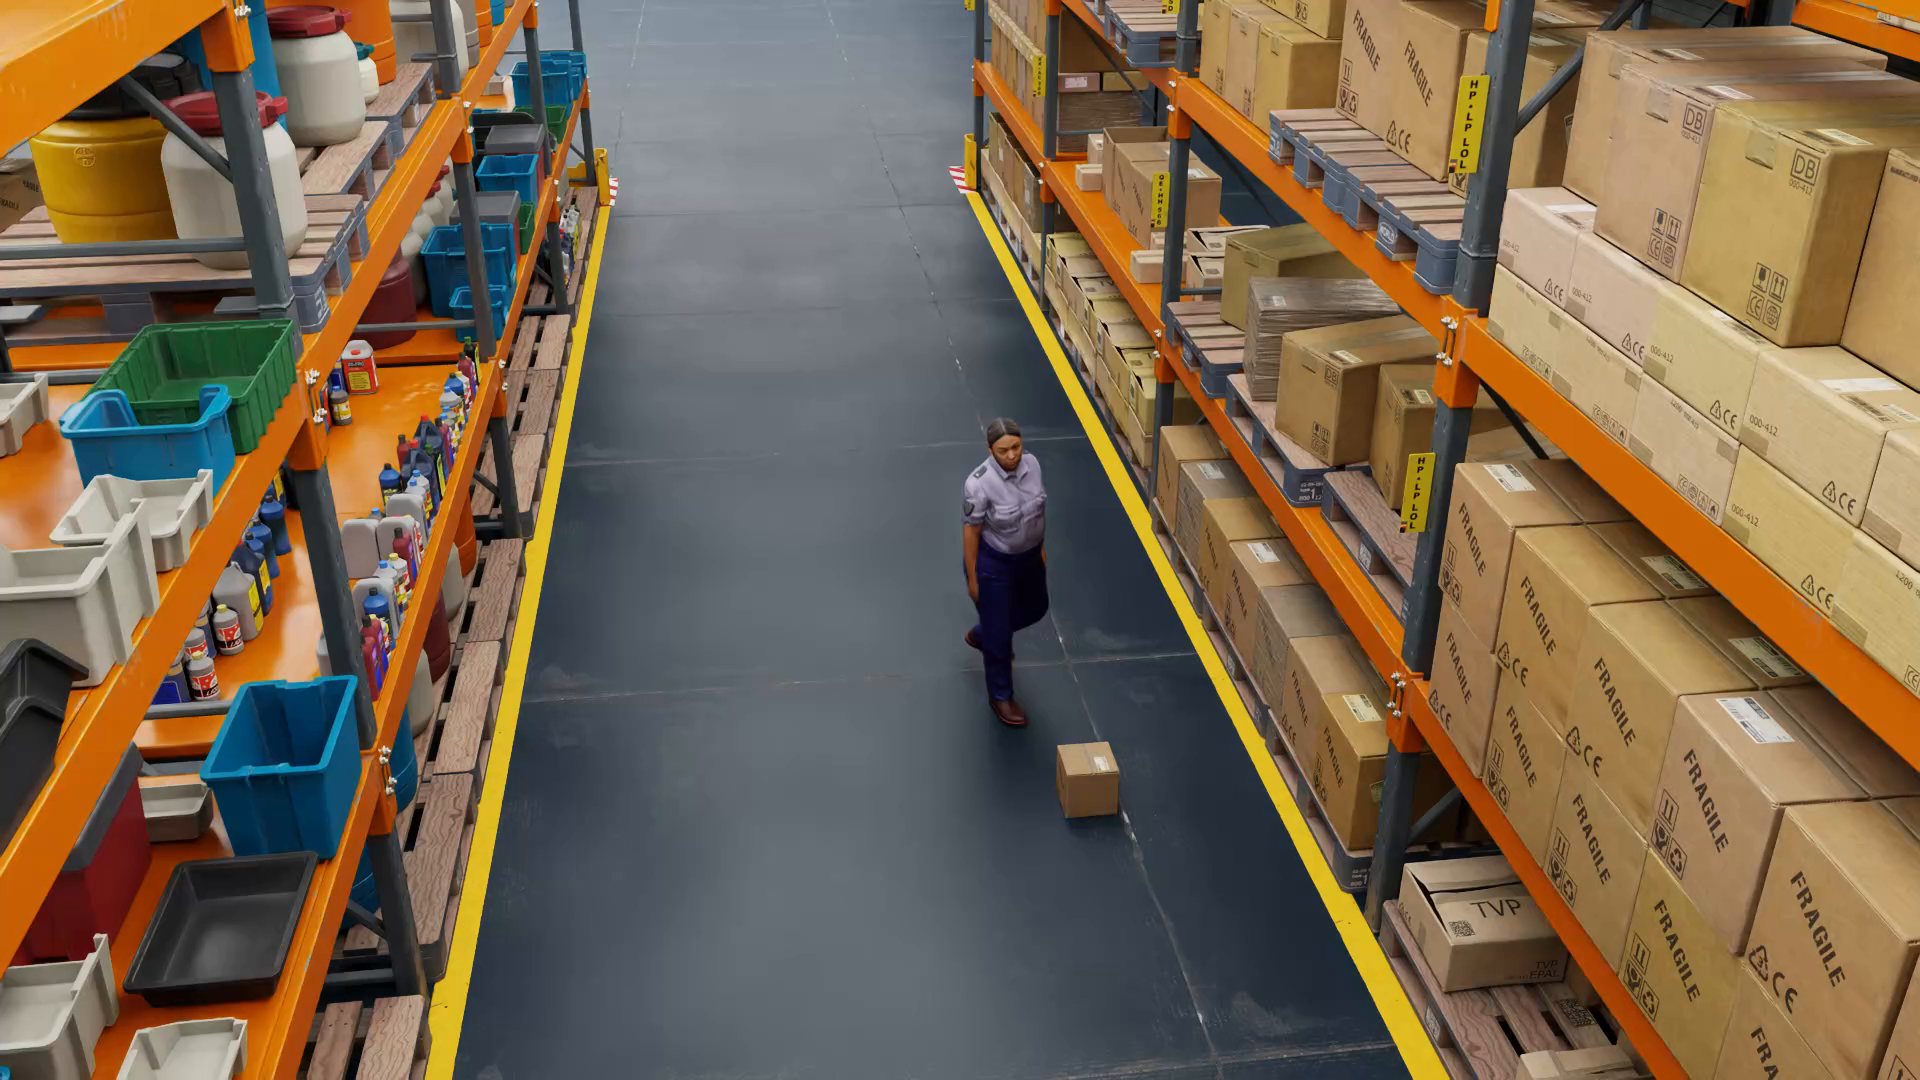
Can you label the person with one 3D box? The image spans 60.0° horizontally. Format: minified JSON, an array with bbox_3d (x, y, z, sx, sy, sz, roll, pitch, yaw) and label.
[{"bbox_3d":[0.195,0.087,8.442,0.539,1.640,0.639,-25,36,-39],"label":"person"}]
